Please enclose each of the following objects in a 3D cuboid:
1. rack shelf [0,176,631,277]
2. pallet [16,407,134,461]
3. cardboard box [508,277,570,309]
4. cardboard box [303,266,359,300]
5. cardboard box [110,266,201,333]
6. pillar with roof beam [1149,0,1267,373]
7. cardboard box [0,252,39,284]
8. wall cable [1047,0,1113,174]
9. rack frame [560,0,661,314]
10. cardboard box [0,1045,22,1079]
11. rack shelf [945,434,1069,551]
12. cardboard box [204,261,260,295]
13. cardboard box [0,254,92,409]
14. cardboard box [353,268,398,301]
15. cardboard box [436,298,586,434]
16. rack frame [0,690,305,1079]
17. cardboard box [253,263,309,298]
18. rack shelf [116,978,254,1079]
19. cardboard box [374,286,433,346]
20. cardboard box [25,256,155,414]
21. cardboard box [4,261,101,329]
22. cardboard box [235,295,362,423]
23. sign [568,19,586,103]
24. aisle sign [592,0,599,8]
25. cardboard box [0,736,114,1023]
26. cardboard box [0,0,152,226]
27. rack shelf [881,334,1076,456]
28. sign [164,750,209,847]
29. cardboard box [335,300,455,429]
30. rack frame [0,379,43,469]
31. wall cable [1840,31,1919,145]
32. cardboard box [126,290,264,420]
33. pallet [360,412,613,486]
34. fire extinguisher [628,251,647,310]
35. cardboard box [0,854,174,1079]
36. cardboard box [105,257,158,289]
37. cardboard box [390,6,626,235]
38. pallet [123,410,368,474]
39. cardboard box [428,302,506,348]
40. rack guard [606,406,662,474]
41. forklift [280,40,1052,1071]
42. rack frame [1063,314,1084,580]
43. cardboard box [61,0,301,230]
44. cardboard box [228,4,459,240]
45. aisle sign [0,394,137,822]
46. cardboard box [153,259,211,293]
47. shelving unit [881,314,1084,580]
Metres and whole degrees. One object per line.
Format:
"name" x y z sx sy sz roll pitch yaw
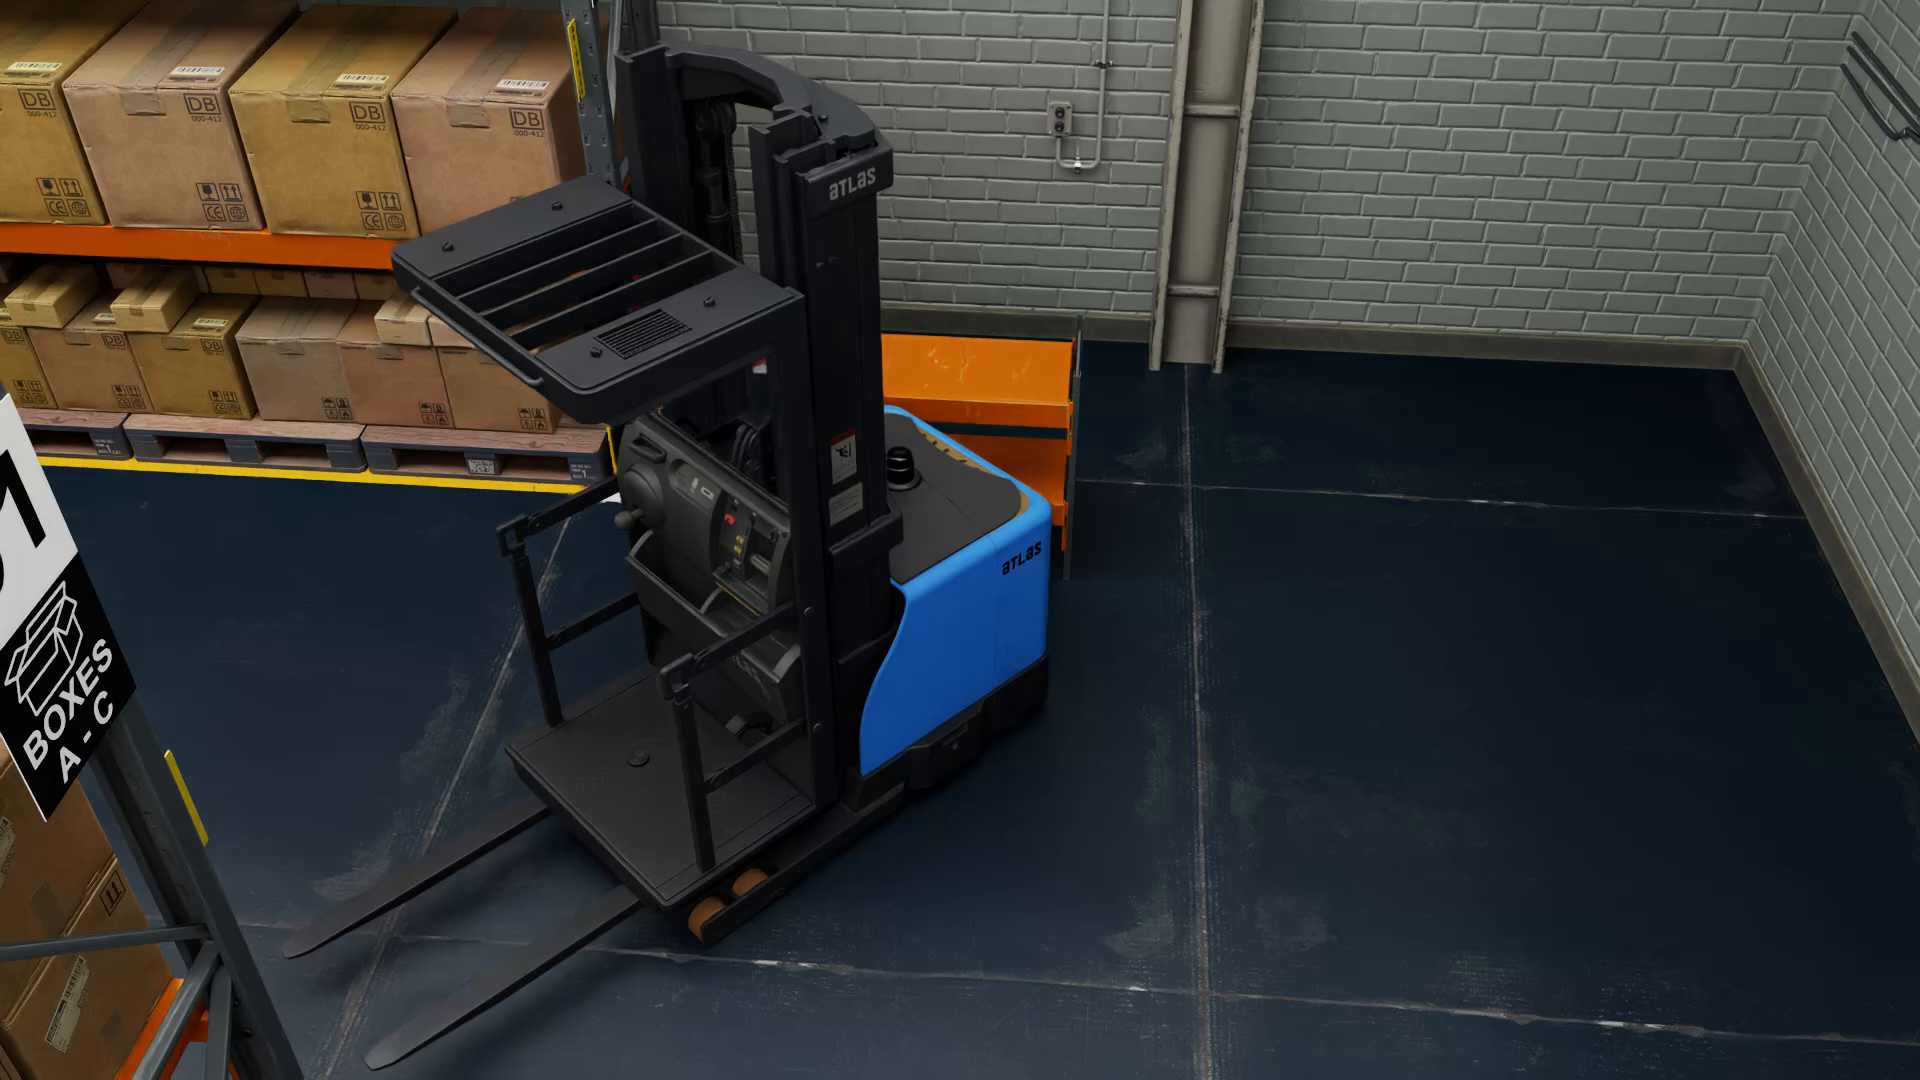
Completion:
"rack shelf" -3.515 -1.609 8.091 4.000 0.370 1.077 3 39 4
"pallet" -4.756 -0.825 8.767 1.213 0.211 1.003 3 39 4
"cardboard box" -2.086 -1.319 8.298 0.250 0.149 0.380 3 39 4
"cardboard box" -3.094 -1.373 8.365 0.250 0.149 0.380 4 39 4
"cardboard box" -3.925 -1.175 8.122 0.250 0.149 0.380 2 39 3
"pillar with roof beam" 0.871 -1.796 2.998 0.400 9.000 9.100 3 39 4
"cardboard box" -4.898 -1.470 8.484 0.250 0.149 0.380 3 39 4
"wall cable" -0.165 -2.699 8.055 1.851 1.984 0.084 3 39 4
"rack frame" -1.522 -1.779 7.730 0.127 3.000 1.000 3 39 4
"cardboard box" -2.415 1.444 3.691 0.500 0.500 0.500 4 39 5
"rack shelf" 0.007 -0.246 7.719 1.000 0.278 0.538 3 39 4
"cardboard box" -3.602 -1.401 8.399 0.250 0.149 0.380 2 39 3
"cardboard box" -4.771 -1.086 8.525 0.500 0.500 0.700 4 39 4
"cardboard box" -2.840 -1.360 8.348 0.250 0.149 0.380 3 39 4
"cardboard box" -2.228 -0.948 8.357 0.500 0.500 0.700 3 39 4
"rack frame" -1.946 1.336 3.903 0.127 3.000 1.000 3 39 4
"cardboard box" -3.349 -1.387 8.381 0.250 0.149 0.380 4 39 4
"rack shelf" -3.938 1.506 4.264 4.000 0.370 1.077 3 39 4
"cardboard box" -2.626 -1.106 8.036 0.250 0.149 0.380 4 39 5
"cardboard box" -4.271 -1.056 8.489 0.500 0.500 0.700 3 39 3
"cardboard box" -4.445 -1.204 8.157 0.250 0.149 0.380 4 39 5
"cardboard box" -3.228 -1.002 8.423 0.500 0.500 0.700 2 39 2
"sign" -1.583 -1.980 6.872 0.005 0.325 0.100 3 39 4
"aisle sign" -1.476 -2.595 6.673 0.004 0.787 0.394 3 39 4
"cardboard box" -2.365 0.720 3.789 0.500 0.500 0.500 4 39 5
"cardboard box" -4.241 -2.031 7.801 0.700 0.700 0.980 2 39 3
"rack shelf" 0.007 -0.663 7.380 1.000 0.278 0.538 3 39 4
"sign" -1.899 0.659 4.049 0.005 0.325 0.100 3 39 4
"cardboard box" -2.727 -0.975 8.390 0.500 0.500 0.700 3 39 4
"rack frame" -1.946 -0.990 2.009 0.127 3.000 1.000 3 39 4
"wall cable" 4.082 -2.369 6.162 0.112 2.526 3.097 3 39 4
"cardboard box" -3.760 -1.027 8.453 0.500 0.500 0.700 4 39 5
"pallet" -2.325 -0.692 8.604 1.213 0.211 1.003 3 39 4
"fire extinguisher" -1.412 -1.306 7.506 0.183 0.674 0.296 3 39 4
"cardboard box" -2.365 1.107 4.105 0.500 0.500 0.500 4 39 5
"cardboard box" -4.111 -1.428 8.433 0.250 0.149 0.380 2 39 2
"cardboard box" -2.031 -1.917 7.662 0.700 0.700 0.980 5 39 6
"pallet" -3.537 -0.760 8.687 1.213 0.211 1.003 3 39 4
"cardboard box" -2.372 -1.092 8.020 0.250 0.149 0.380 3 39 3
"rack guard" -1.498 -0.809 8.518 0.348 0.500 1.175 3 39 4
"forklift" -1.047 -0.035 5.642 3.031 2.935 1.130 -31 48 -32
"rack frame" 0.513 -0.408 7.531 0.032 1.125 0.500 3 39 4
"cardboard box" -3.516 -1.997 7.760 0.700 0.700 0.980 1 39 2
"cardboard box" -2.757 -1.950 7.702 0.700 0.700 0.980 3 39 3
"aisle sign" -1.852 0.147 3.304 0.004 0.787 0.394 3 39 4
"cardboard box" -3.859 -1.414 8.415 0.250 0.149 0.380 4 39 4
"shelving unit" 0.007 -0.436 7.565 1.048 1.125 0.538 3 39 4
